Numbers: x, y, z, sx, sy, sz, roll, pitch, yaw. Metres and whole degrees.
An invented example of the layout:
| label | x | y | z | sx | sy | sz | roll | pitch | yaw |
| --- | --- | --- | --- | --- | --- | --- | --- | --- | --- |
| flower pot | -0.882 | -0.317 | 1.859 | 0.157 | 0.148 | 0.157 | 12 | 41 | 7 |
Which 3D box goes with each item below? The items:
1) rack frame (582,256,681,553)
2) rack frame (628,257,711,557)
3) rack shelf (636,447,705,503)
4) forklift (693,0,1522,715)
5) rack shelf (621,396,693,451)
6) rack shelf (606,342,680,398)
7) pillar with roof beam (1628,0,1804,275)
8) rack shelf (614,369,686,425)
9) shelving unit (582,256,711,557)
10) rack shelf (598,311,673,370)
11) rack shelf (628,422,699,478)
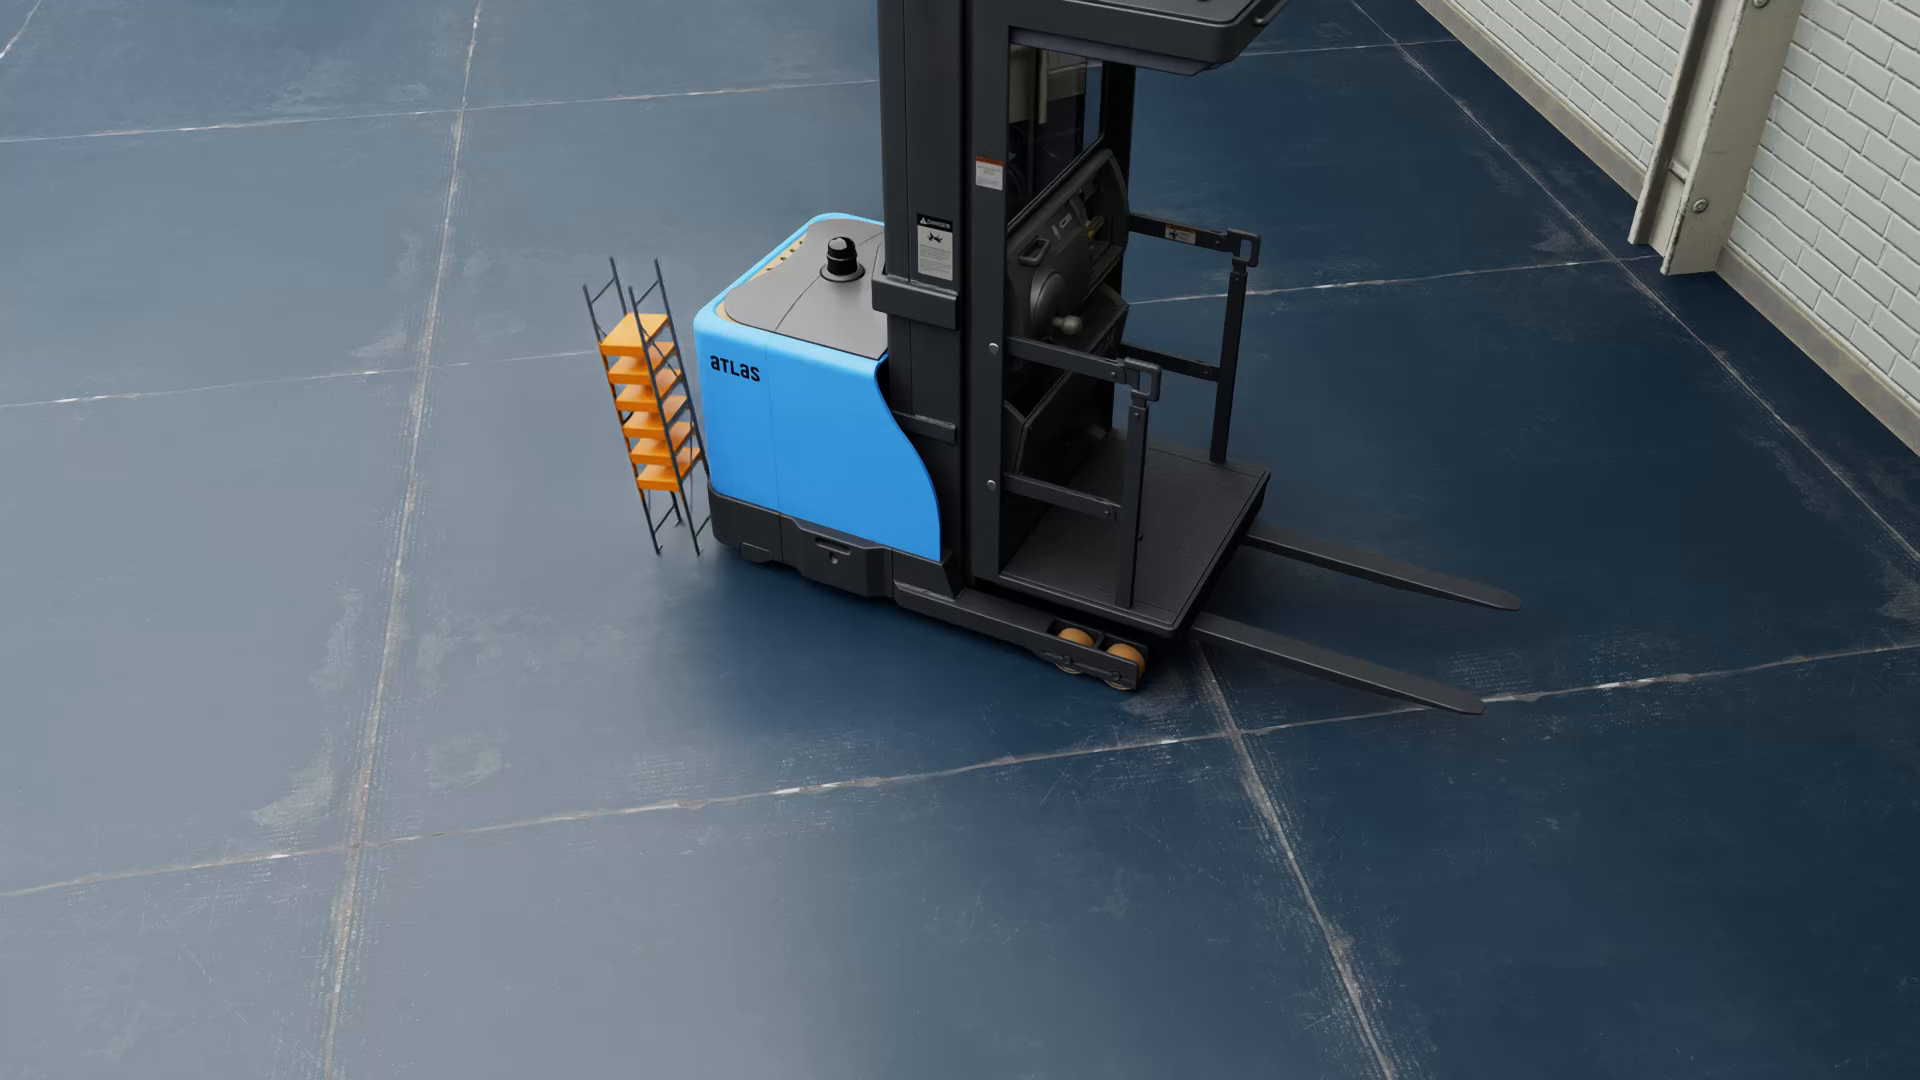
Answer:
| label | x | y | z | sx | sy | sz | roll | pitch | yaw |
| --- | --- | --- | --- | --- | --- | --- | --- | --- | --- |
| rack frame | -1.255 | -0.500 | 6.421 | 0.006 | 1.200 | 0.240 | 5 | 38 | 17 |
| rack frame | -1.081 | -0.486 | 6.367 | 0.006 | 1.200 | 0.240 | 5 | 38 | 17 |
| rack shelf | -1.135 | -0.264 | 6.560 | 0.180 | 0.103 | 0.258 | 5 | 38 | 17 |
| forklift | 0.559 | -0.987 | 5.632 | 3.031 | 2.935 | 1.130 | 17 | 41 | 21 |
| rack shelf | -1.163 | -0.457 | 6.420 | 0.180 | 0.103 | 0.258 | 5 | 38 | 17 |
| rack shelf | -1.190 | -0.650 | 6.280 | 0.180 | 0.103 | 0.258 | 5 | 38 | 17 |
| pillar with roof beam | -0.522 | -4.578 | 5.308 | 9.100 | 9.000 | 0.400 | -6 | 38 | -8 |
| rack shelf | -1.176 | -0.554 | 6.350 | 0.180 | 0.103 | 0.258 | 5 | 38 | 17 |
| shelving unit | -1.168 | -0.493 | 6.394 | 0.189 | 1.200 | 0.258 | 5 | 38 | 17 |
| rack shelf | -1.204 | -0.747 | 6.210 | 0.180 | 0.103 | 0.258 | 5 | 38 | 17 |
| rack shelf | -1.149 | -0.361 | 6.490 | 0.180 | 0.103 | 0.258 | 5 | 38 | 17 |
